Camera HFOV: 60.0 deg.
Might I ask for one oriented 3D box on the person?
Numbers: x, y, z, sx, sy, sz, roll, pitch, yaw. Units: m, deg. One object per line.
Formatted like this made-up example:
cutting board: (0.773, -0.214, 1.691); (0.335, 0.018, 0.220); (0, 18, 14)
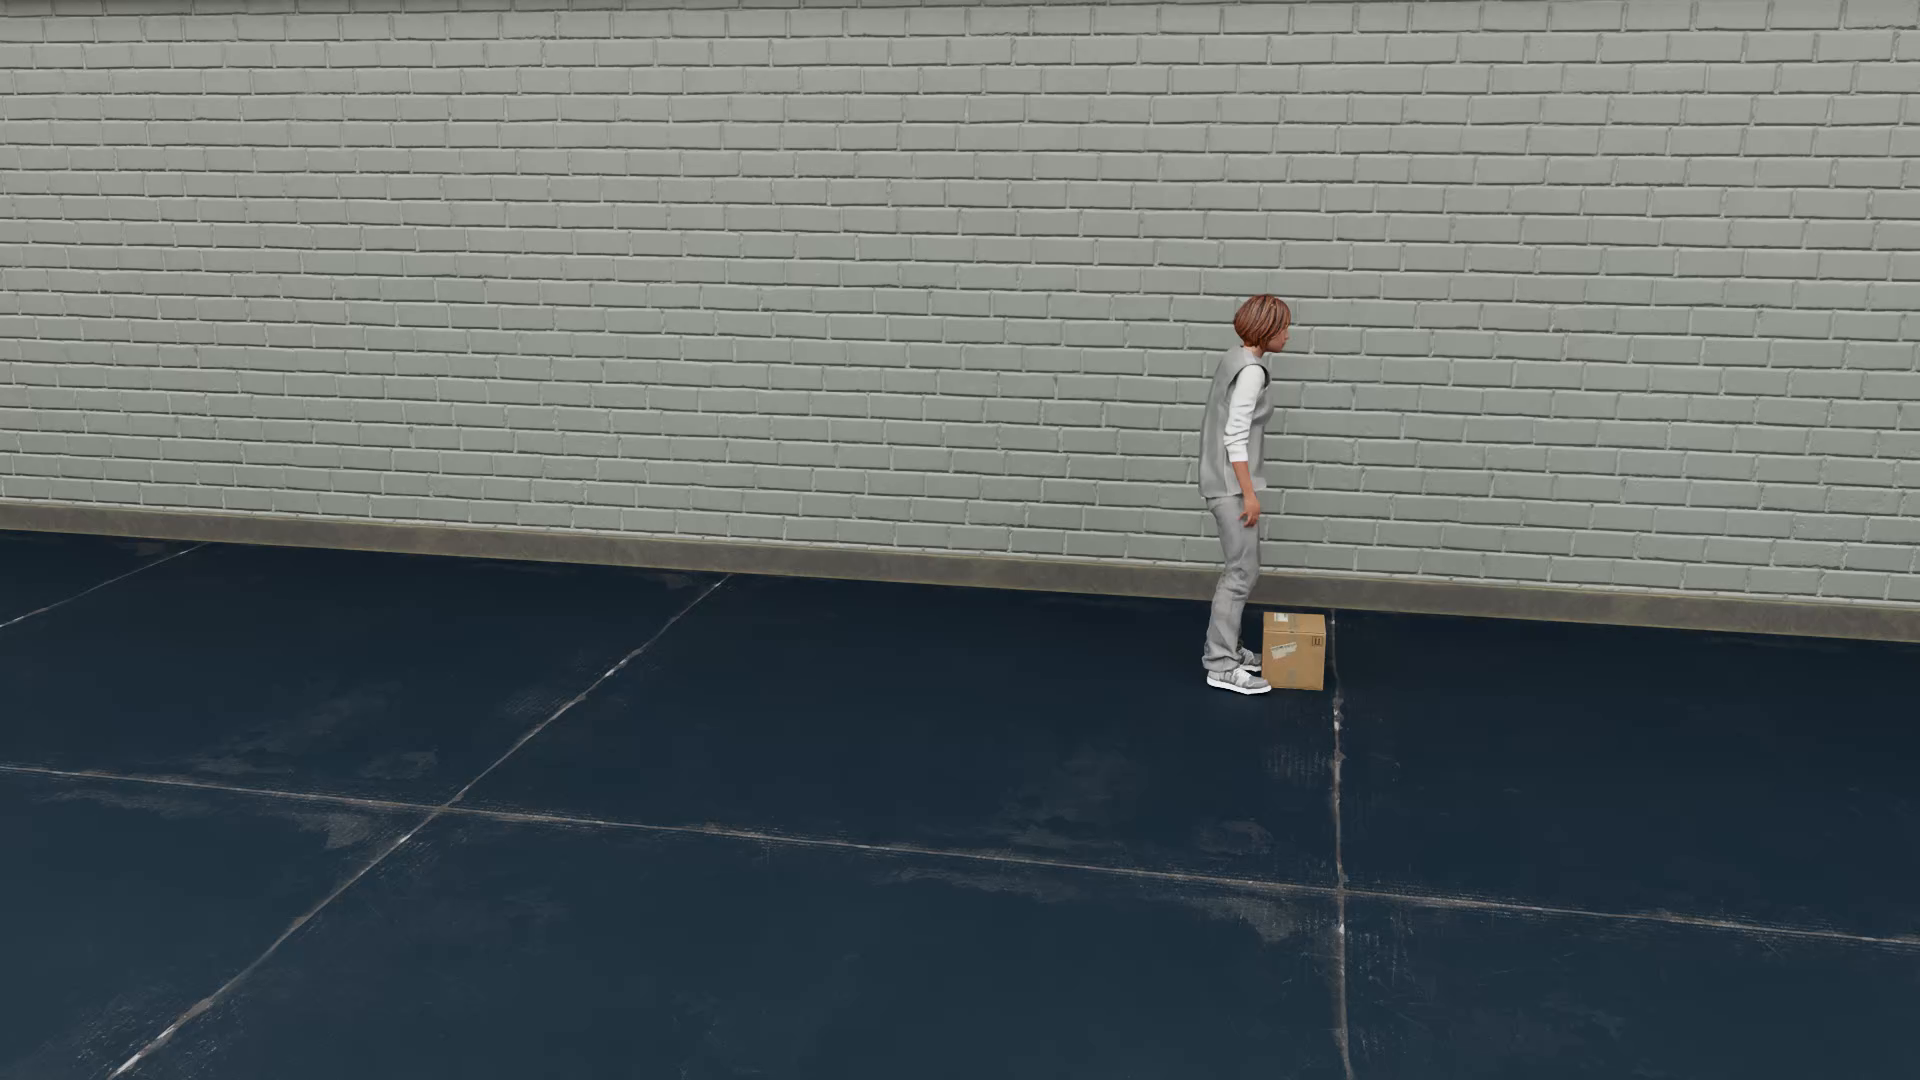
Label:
person: (1.143, -0.199, 6.784); (0.346, 1.593, 0.485); (2, 15, 8)
